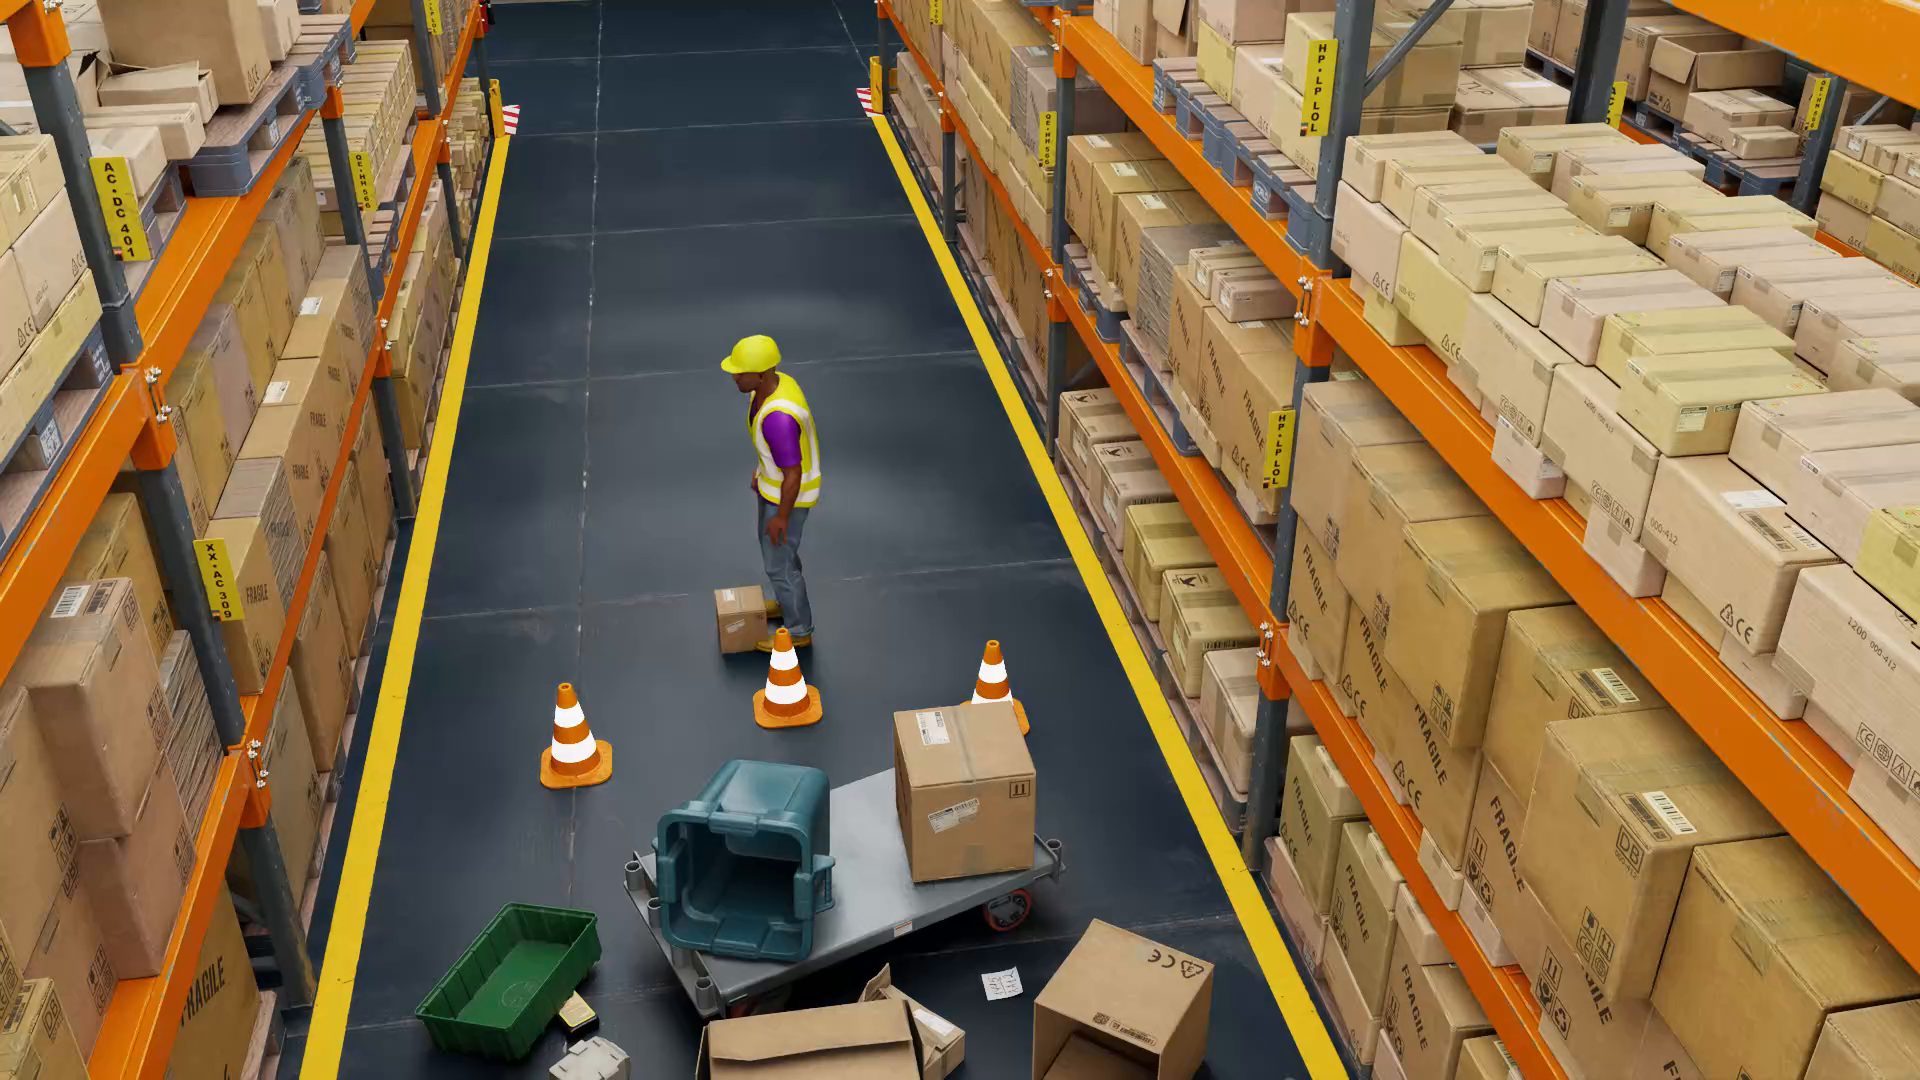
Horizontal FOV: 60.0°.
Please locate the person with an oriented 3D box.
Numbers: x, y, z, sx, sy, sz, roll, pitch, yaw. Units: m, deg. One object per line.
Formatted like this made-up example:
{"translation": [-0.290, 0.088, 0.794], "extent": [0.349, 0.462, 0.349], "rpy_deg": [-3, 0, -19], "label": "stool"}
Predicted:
{"translation": [-0.945, -0.246, 8.531], "extent": [0.454, 1.760, 0.636], "rpy_deg": [-7, 31, -11], "label": "person"}
